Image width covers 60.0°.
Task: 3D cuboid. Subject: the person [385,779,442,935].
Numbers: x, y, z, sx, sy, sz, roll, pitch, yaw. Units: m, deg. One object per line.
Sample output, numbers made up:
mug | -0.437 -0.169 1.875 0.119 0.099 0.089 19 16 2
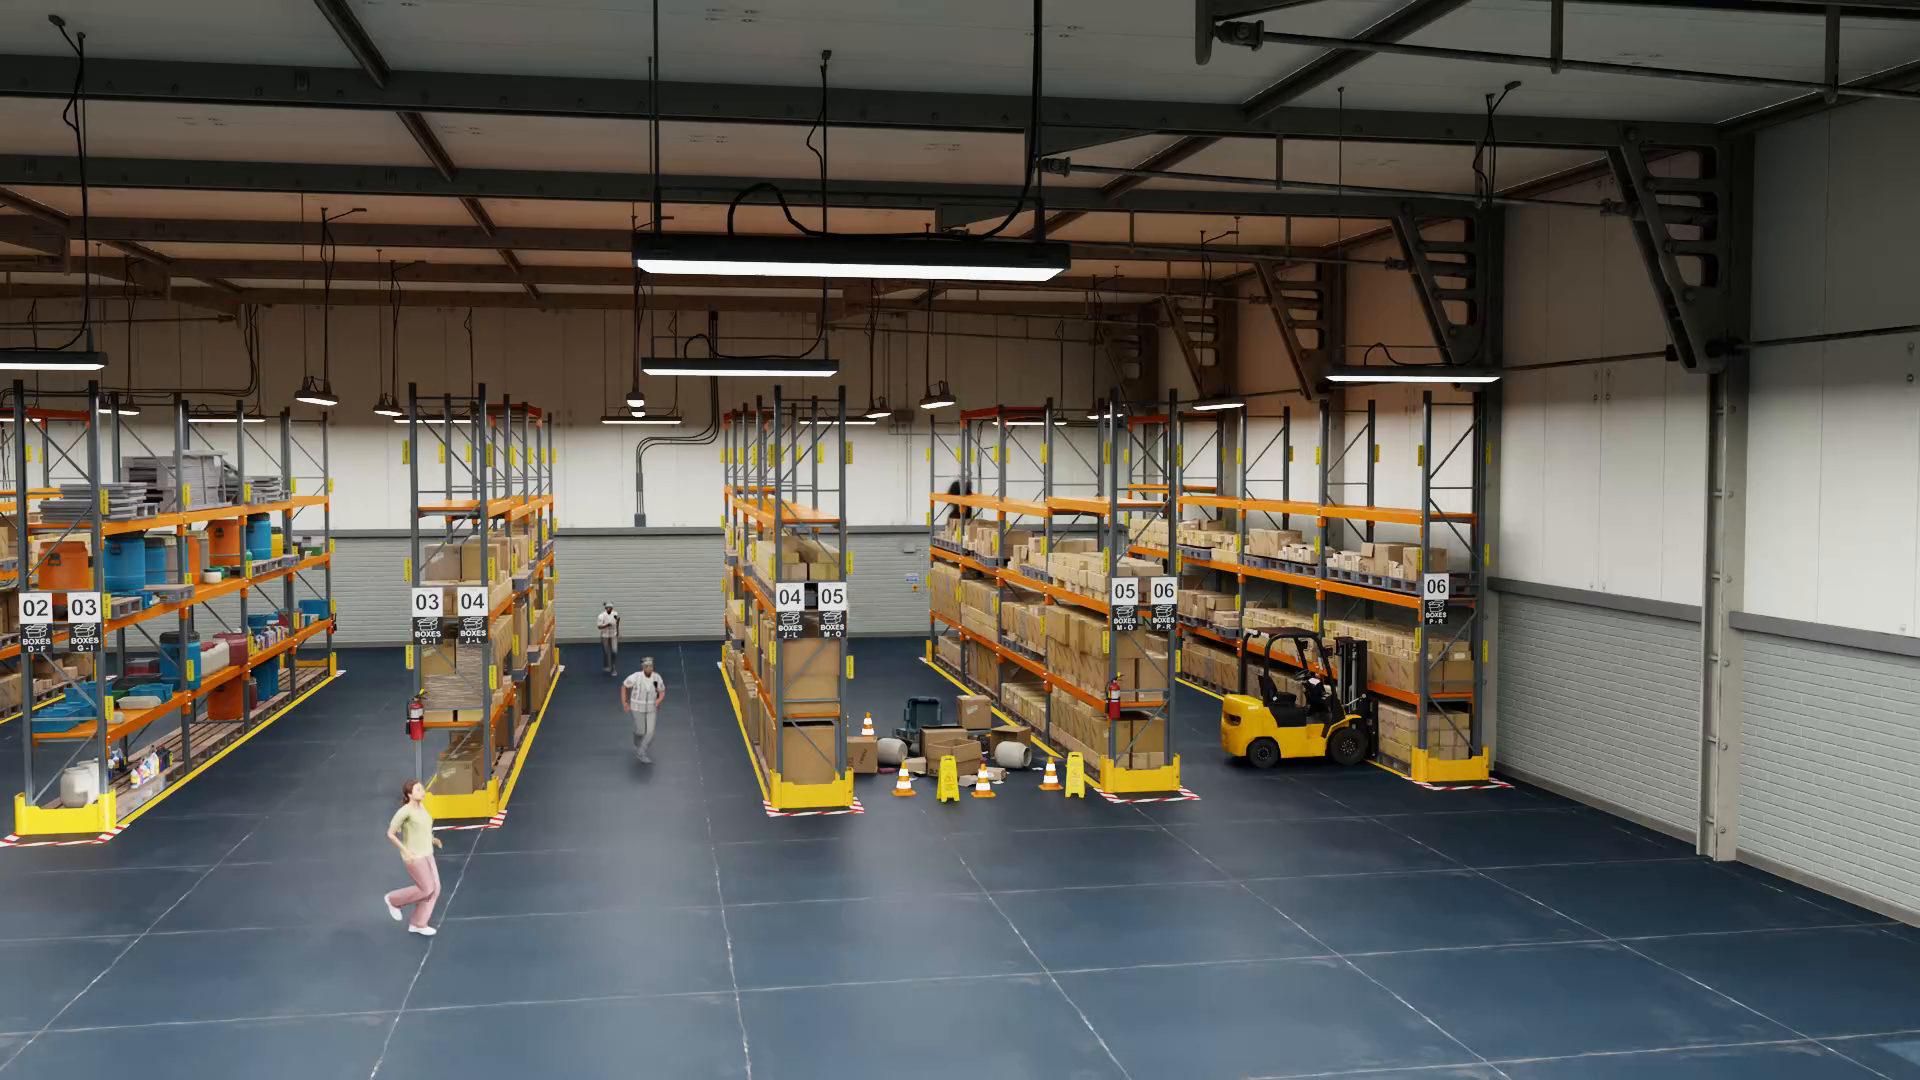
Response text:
person | -5.733 3.314 17.443 0.565 1.627 0.589 1 3 16

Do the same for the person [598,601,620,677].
person | -8.002 2.253 37.907 0.544 1.761 0.812 -1 3 -20

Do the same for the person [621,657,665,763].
person | -5.188 2.774 27.297 0.702 1.739 0.705 -1 3 -25
